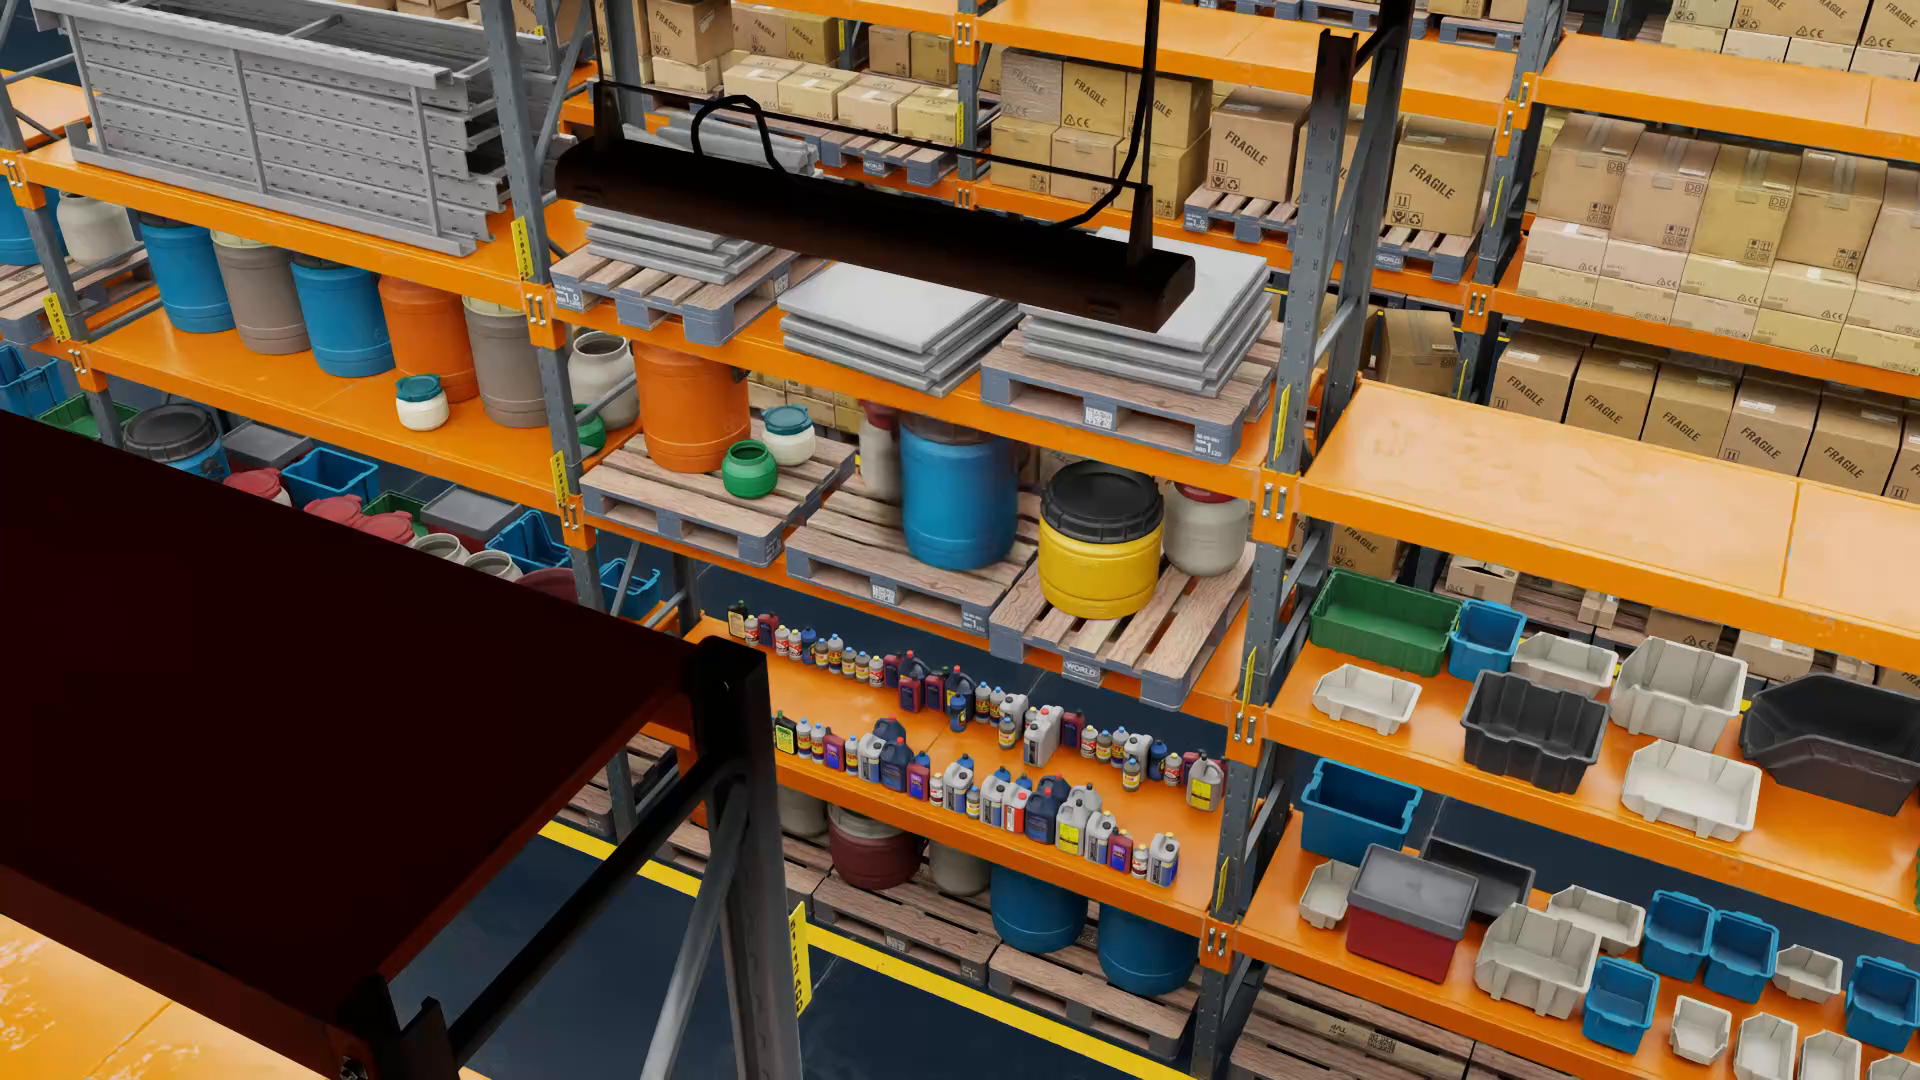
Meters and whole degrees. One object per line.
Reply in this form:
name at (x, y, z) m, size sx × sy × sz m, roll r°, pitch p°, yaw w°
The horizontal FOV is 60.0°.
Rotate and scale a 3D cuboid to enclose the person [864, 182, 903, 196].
person at (-0.750, -3.964, 18.028) m, size 0.526 × 1.728 × 0.564 m, roll 27°, pitch 43°, yaw 33°
